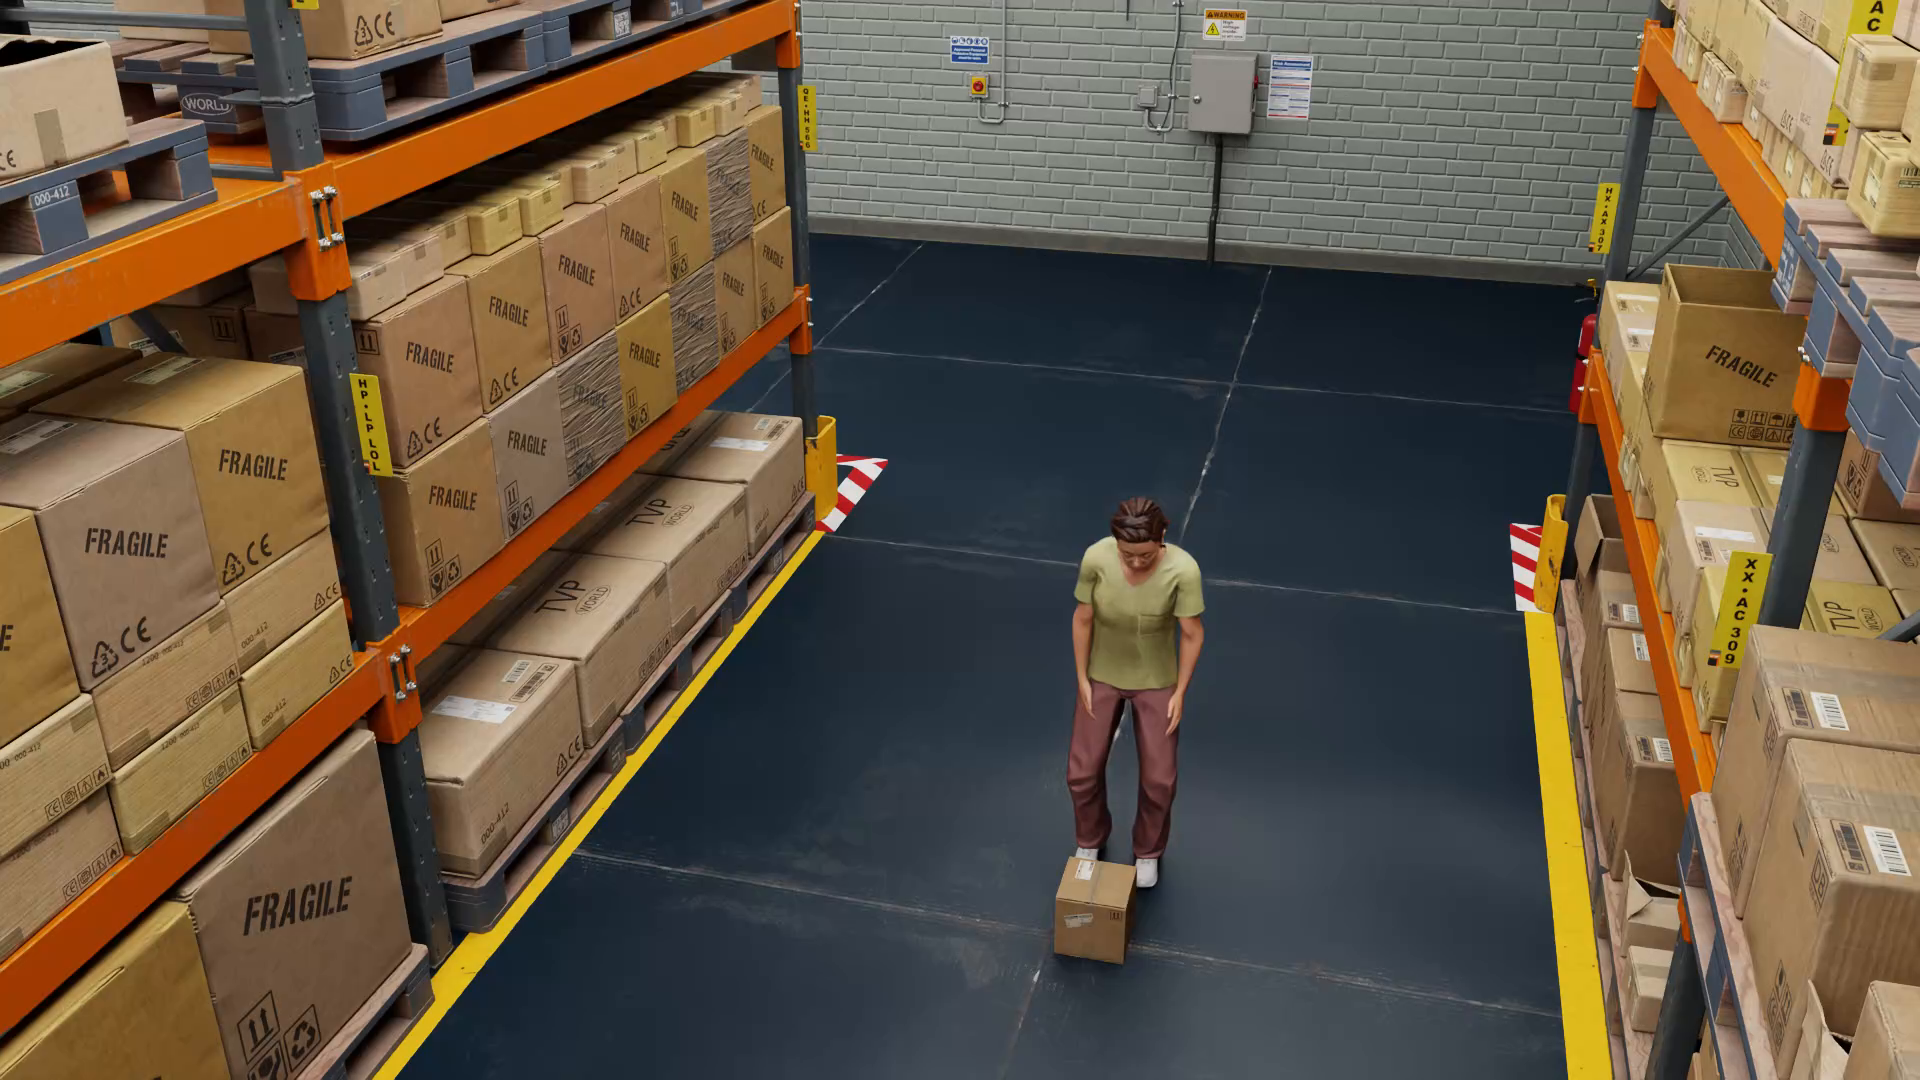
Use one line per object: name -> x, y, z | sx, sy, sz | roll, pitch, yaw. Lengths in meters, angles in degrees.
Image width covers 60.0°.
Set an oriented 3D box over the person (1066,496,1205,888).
person -> 0.636, 0.538, 6.074 | 0.478, 1.603, 0.426 | 7, 26, 14
